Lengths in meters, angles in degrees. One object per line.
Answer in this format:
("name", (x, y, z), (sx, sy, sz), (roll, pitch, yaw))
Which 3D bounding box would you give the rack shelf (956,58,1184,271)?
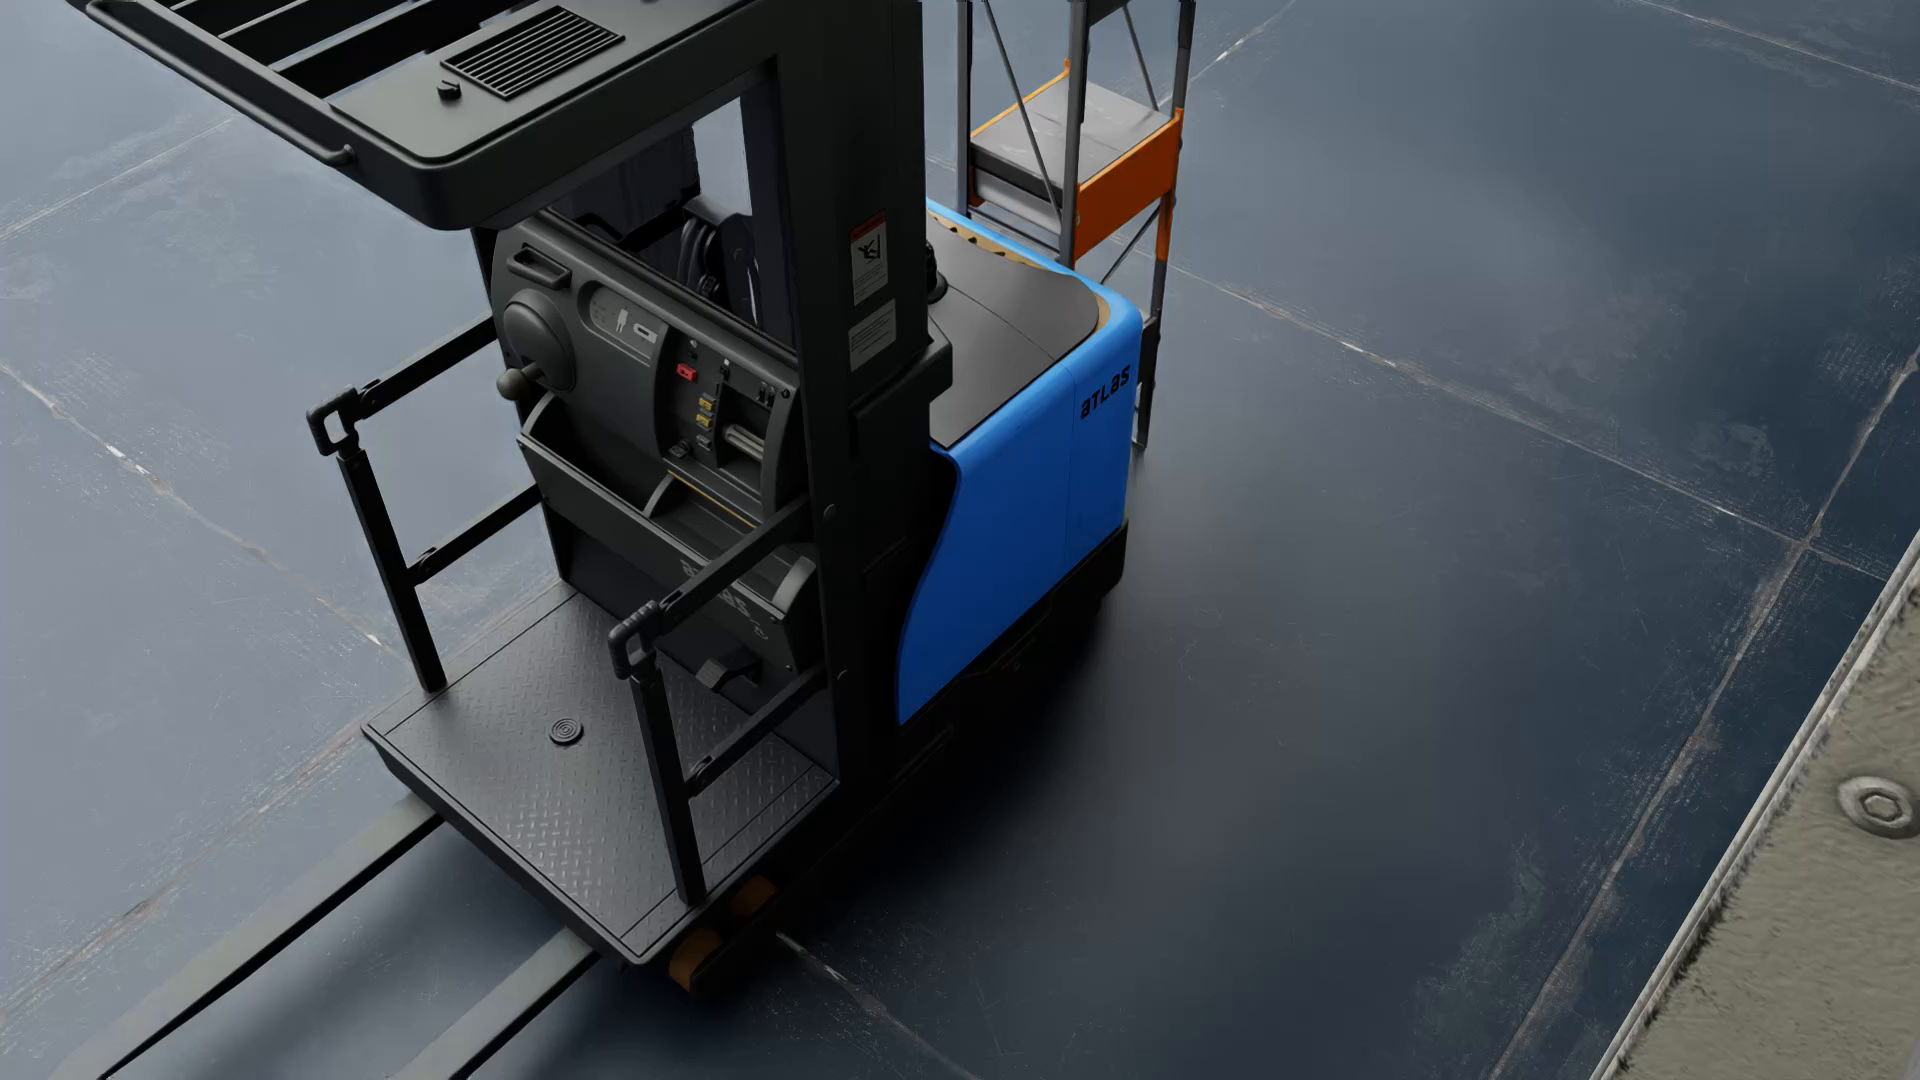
("rack shelf", (0.308, -0.979, 4.752), (0.431, 0.518, 0.480), (32, 54, 27))

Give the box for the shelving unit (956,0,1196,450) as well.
("shelving unit", (0.308, -0.989, 4.742), (0.431, 2.100, 0.503), (32, 54, 27))

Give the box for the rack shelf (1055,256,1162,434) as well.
("rack shelf", (0.308, -0.496, 5.259), (0.431, 0.518, 0.480), (32, 54, 27))

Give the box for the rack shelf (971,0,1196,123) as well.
("rack shelf", (0.308, -1.463, 4.246), (0.431, 0.518, 0.480), (32, 54, 27))

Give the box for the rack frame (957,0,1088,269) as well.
("rack frame", (0.150, -0.854, 4.614), (0.400, 2.100, 0.015), (32, 54, 27))

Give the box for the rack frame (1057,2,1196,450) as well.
("rack frame", (0.466, -1.123, 4.871), (0.400, 2.100, 0.015), (32, 54, 27))

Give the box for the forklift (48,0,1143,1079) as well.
("forklift", (-0.840, -0.298, 3.508), (1.130, 2.935, 3.031), (32, 54, 27))
